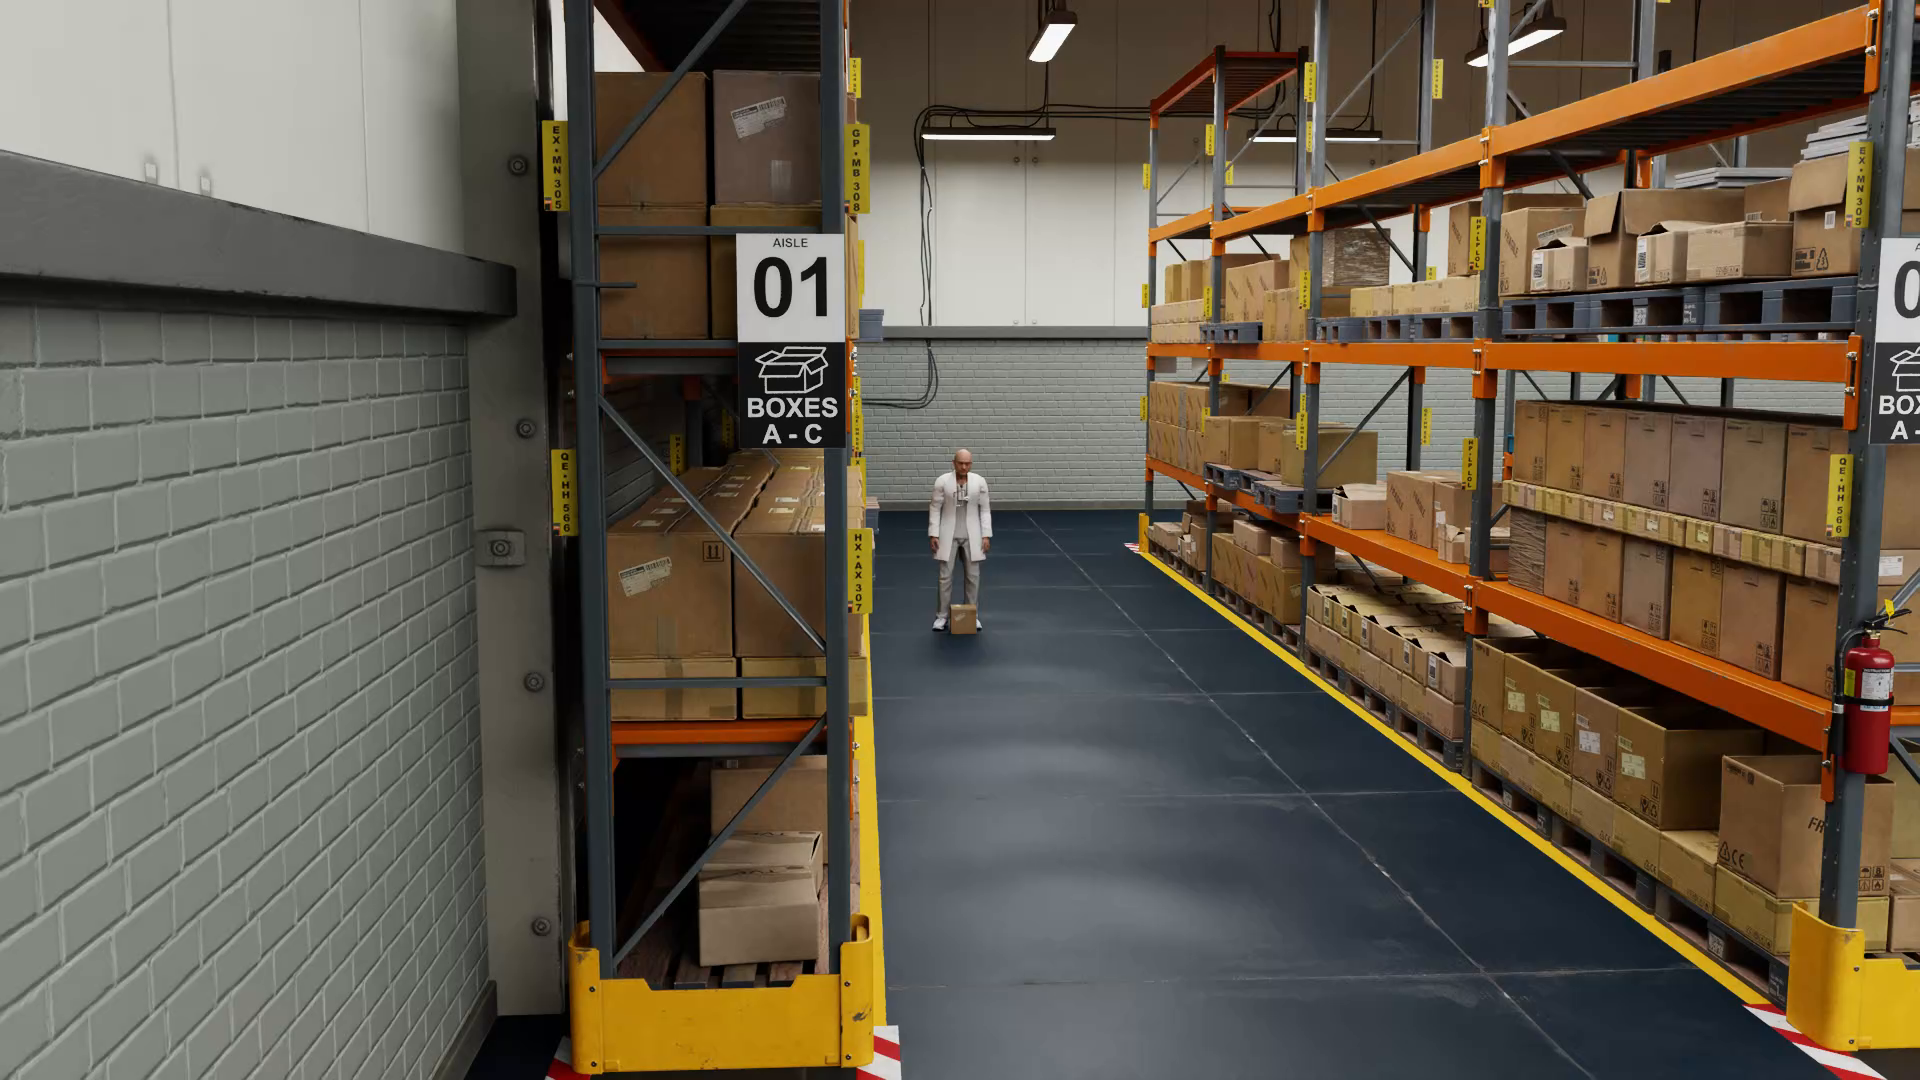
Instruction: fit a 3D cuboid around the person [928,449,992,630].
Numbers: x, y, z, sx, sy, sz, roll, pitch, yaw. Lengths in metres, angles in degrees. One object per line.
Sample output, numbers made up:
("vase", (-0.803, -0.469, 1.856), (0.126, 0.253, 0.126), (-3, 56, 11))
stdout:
("person", (-0.001, -0.012, 16.404), (0.644, 1.773, 0.425), (-1, 7, -6))
